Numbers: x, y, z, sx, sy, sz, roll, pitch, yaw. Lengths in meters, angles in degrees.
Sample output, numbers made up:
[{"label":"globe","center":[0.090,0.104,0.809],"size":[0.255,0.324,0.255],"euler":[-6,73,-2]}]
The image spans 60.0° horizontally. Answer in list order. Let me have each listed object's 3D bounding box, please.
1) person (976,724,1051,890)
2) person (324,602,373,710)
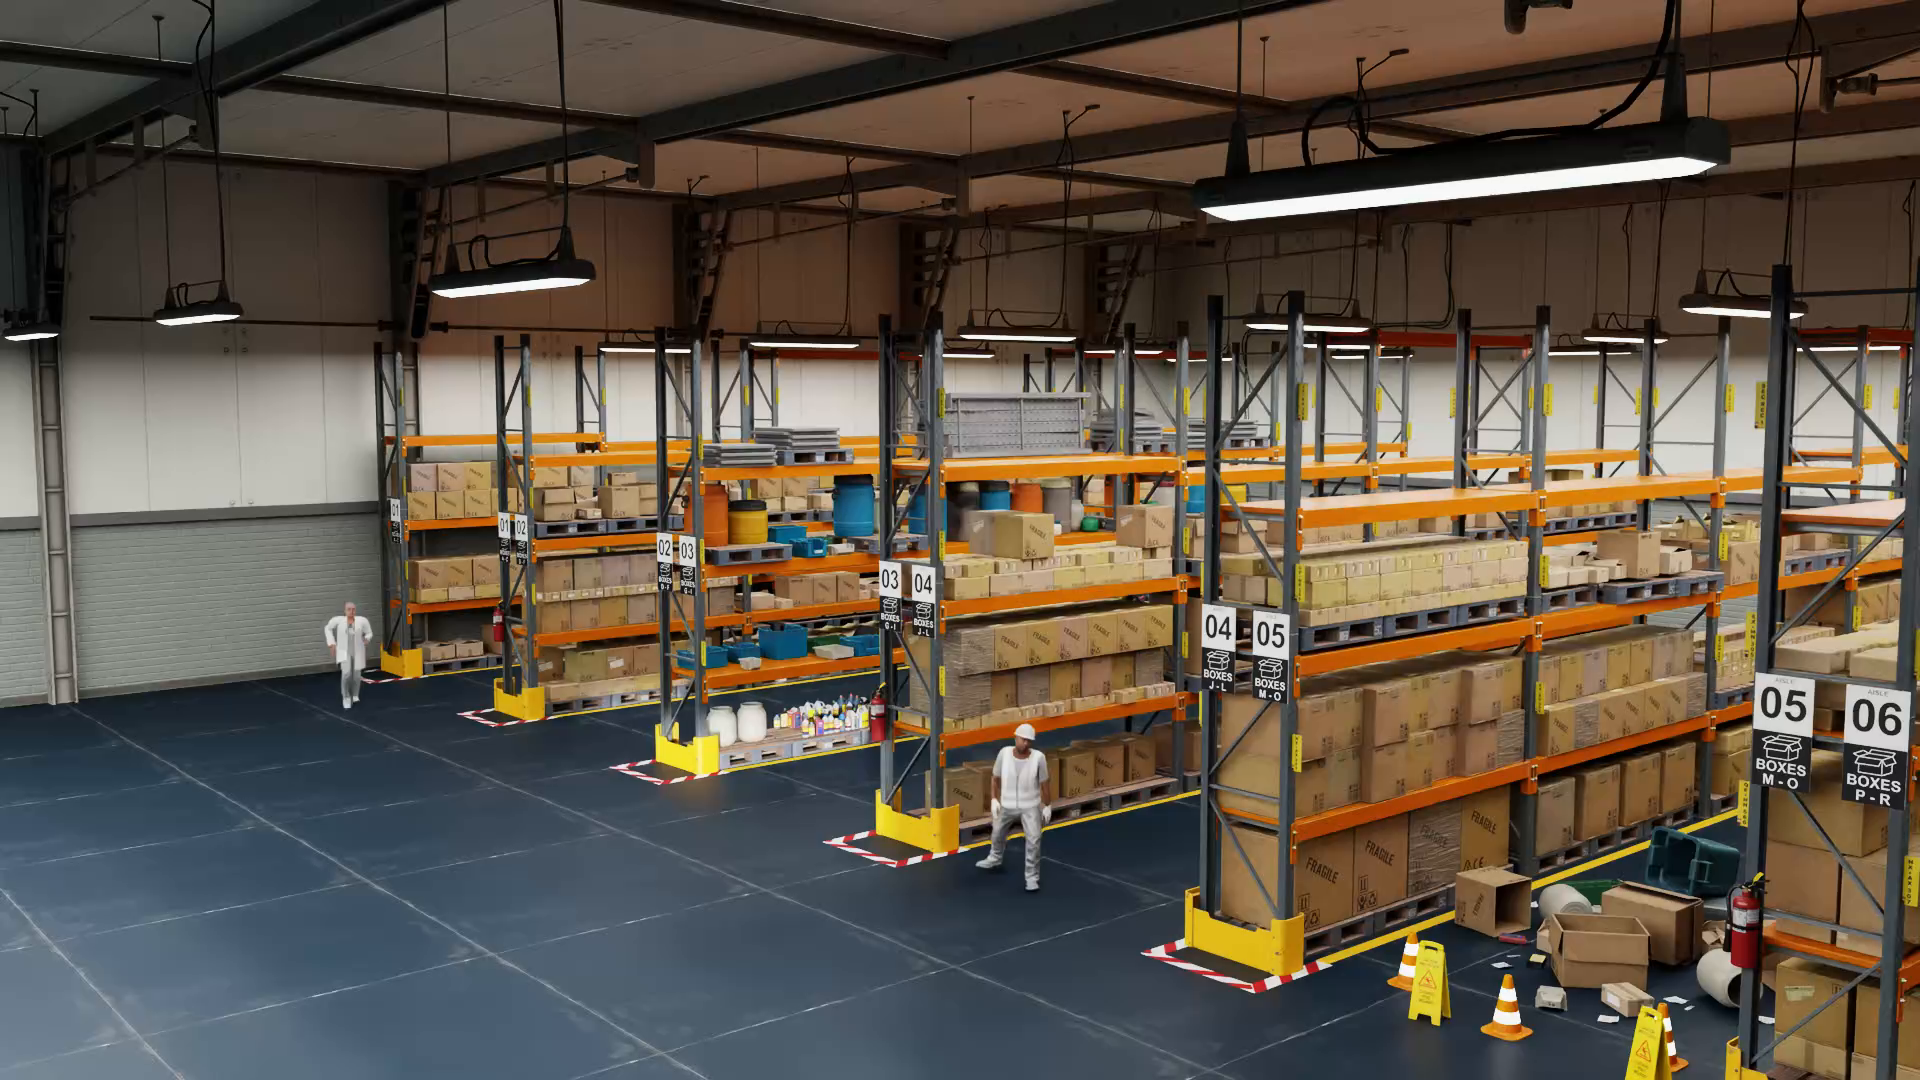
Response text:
[{"label":"person","center":[0.533,2.730,17.373],"size":[0.850,1.718,0.709],"euler":[1,5,14]},{"label":"person","center":[-9.889,1.863,26.955],"size":[0.721,1.750,0.932],"euler":[-3,6,-26]}]
